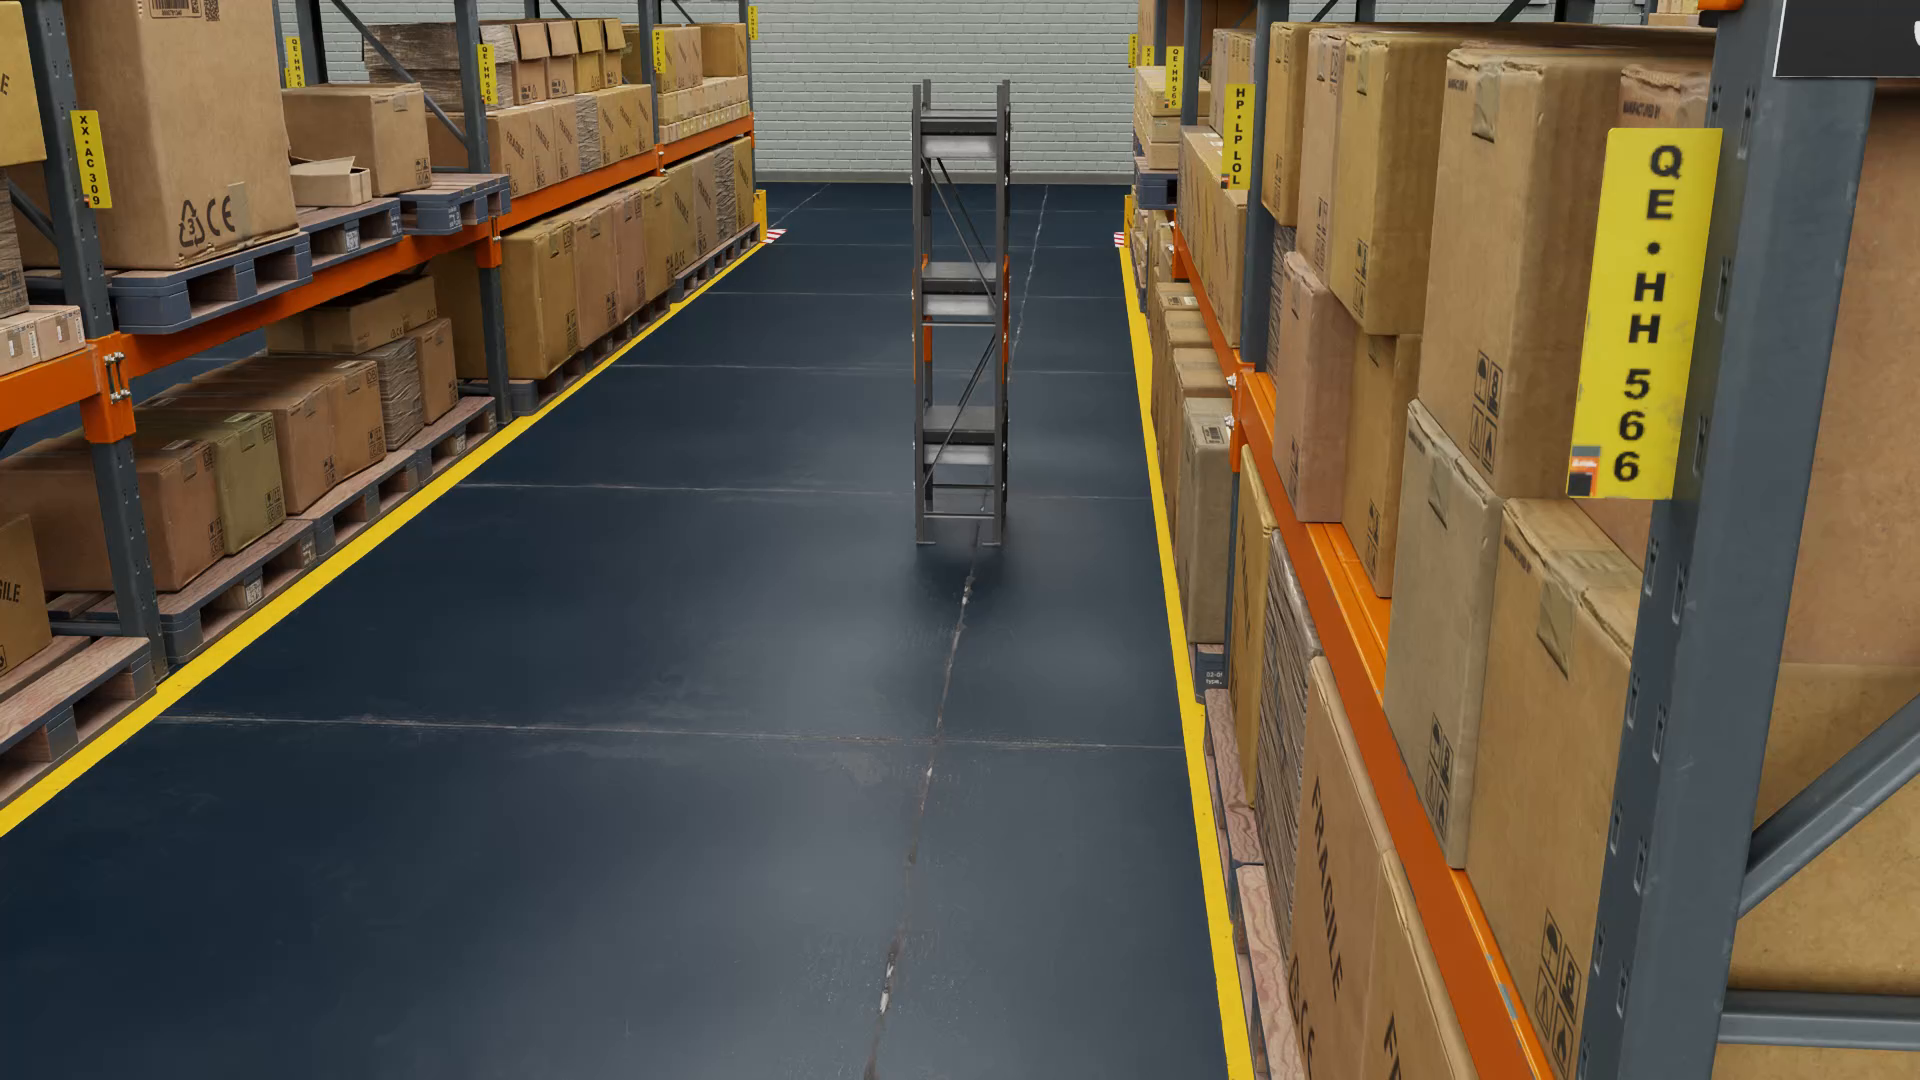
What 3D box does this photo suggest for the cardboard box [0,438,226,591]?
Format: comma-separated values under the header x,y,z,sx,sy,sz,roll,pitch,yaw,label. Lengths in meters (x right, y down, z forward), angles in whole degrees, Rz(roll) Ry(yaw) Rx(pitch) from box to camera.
x,y,z,sx,sy,sz,roll,pitch,yaw,label
-3.448,-0.109,6.747,0.700,0.500,0.500,0,18,0,cardboard box

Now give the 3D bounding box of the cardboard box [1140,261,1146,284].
x,y,z,sx,sy,sz,roll,pitch,yaw,label
1.688,-2.215,13.769,0.380,0.149,0.250,2,18,5,cardboard box

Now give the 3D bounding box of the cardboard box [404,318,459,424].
x,y,z,sx,sy,sz,roll,pitch,yaw,label
-3.255,-0.953,9.322,0.700,0.500,0.500,0,18,1,cardboard box

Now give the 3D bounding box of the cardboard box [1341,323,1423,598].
x,y,z,sx,sy,sz,roll,pitch,yaw,label
1.301,-0.209,3.503,0.875,0.550,0.500,1,18,4,cardboard box

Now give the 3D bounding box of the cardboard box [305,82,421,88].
x,y,z,sx,sy,sz,roll,pitch,yaw,label
-3.226,-2.219,9.042,0.500,0.500,0.500,-1,18,-3,cardboard box

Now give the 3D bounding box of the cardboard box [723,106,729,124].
x,y,z,sx,sy,sz,roll,pitch,yaw,label
-2.422,-4.070,15.931,0.380,0.149,0.250,1,18,3,cardboard box

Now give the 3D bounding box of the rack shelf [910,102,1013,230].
x,y,z,sx,sy,sz,roll,pitch,yaw,label
0.012,-1.701,7.539,0.431,0.518,0.480,1,18,4,rack shelf

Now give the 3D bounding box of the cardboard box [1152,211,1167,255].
x,y,z,sx,sy,sz,roll,pitch,yaw,label
1.648,-2.220,12.015,0.500,0.250,0.500,2,18,5,cardboard box

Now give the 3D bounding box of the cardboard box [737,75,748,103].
x,y,z,sx,sy,sz,roll,pitch,yaw,label
-2.423,-4.539,16.720,0.500,0.250,0.500,1,18,3,cardboard box

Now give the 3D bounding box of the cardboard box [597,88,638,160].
x,y,z,sx,sy,sz,roll,pitch,yaw,label
-2.744,-3.125,12.483,0.500,0.500,0.500,2,18,6,cardboard box

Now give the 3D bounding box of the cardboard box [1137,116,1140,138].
x,y,z,sx,sy,sz,roll,pitch,yaw,label
1.440,-2.888,11.648,0.380,0.149,0.250,0,18,1,cardboard box

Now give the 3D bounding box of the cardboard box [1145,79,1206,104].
x,y,z,sx,sy,sz,roll,pitch,yaw,label
1.369,-2.841,10.548,0.380,0.149,0.250,1,18,4,cardboard box

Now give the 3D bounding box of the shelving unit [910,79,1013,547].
x,y,z,sx,sy,sz,roll,pitch,yaw,label
0.012,-1.049,7.753,0.431,2.100,0.503,1,18,4,shelving unit

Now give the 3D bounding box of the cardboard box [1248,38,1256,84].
x,y,z,sx,sy,sz,roll,pitch,yaw,label
1.528,-1.750,6.679,0.700,0.500,0.500,1,18,4,cardboard box

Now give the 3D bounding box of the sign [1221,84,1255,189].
x,y,z,sx,sy,sz,roll,pitch,yaw,label
0.884,-1.278,5.272,0.100,0.325,0.005,1,18,4,sign

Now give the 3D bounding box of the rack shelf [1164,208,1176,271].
x,y,z,sx,sy,sz,roll,pitch,yaw,label
1.856,-2.277,11.212,1.077,0.370,4.000,1,18,4,rack shelf

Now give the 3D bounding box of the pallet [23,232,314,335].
x,y,z,sx,sy,sz,roll,pitch,yaw,label
-3.314,-1.041,6.591,1.003,0.211,1.213,1,18,4,pallet

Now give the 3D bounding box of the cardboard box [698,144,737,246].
x,y,z,sx,sy,sz,roll,pitch,yaw,label
-2.685,-3.332,16.011,0.875,0.875,0.875,1,18,4,cardboard box

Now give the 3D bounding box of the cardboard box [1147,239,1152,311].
x,y,z,sx,sy,sz,roll,pitch,yaw,label
1.682,-2.029,12.637,0.500,0.500,0.500,2,18,6,cardboard box

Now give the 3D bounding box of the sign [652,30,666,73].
x,y,z,sx,sy,sz,roll,pitch,yaw,label
-2.398,-3.886,13.233,0.100,0.325,0.005,1,18,4,sign

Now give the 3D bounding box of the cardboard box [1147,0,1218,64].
x,y,z,sx,sy,sz,roll,pitch,yaw,label
1.764,-4.057,13.242,0.500,0.500,0.500,1,18,2,cardboard box

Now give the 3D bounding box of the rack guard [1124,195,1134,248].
x,y,z,sx,sy,sz,roll,pitch,yaw,label
2.281,-3.271,17.104,1.175,0.500,0.348,1,18,4,rack guard

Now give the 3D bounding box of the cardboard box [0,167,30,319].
x,y,z,sx,sy,sz,roll,pitch,yaw,label
-3.608,-0.948,5.362,0.875,0.500,0.500,1,18,4,cardboard box

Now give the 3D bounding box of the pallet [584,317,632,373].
x,y,z,sx,sy,sz,roll,pitch,yaw,label
-3.005,-1.436,11.967,1.003,0.211,1.213,1,18,4,pallet

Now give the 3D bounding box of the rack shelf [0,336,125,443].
x,y,z,sx,sy,sz,roll,pitch,yaw,label
-3.657,0.065,4.063,1.077,0.370,4.000,1,18,4,rack shelf

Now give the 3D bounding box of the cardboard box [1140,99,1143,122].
x,y,z,sx,sy,sz,roll,pitch,yaw,label
1.403,-2.864,11.098,0.380,0.149,0.250,1,18,3,cardboard box

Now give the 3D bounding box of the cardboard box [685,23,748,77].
x,y,z,sx,sy,sz,roll,pitch,yaw,label
-2.426,-4.894,16.601,0.500,0.500,0.500,2,18,5,cardboard box

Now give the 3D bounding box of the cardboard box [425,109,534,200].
x,y,z,sx,sy,sz,roll,pitch,yaw,label
-2.921,-2.333,10.064,0.500,0.500,0.500,2,18,6,cardboard box

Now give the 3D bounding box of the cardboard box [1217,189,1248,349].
x,y,z,sx,sy,sz,roll,pitch,yaw,label
1.197,-0.971,5.910,0.500,0.500,0.500,1,18,4,cardboard box

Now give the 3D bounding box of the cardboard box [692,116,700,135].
x,y,z,sx,sy,sz,roll,pitch,yaw,label
-2.515,-3.672,14.716,0.380,0.149,0.250,1,18,3,cardboard box

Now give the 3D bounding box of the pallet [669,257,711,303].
x,y,z,sx,sy,sz,roll,pitch,yaw,label
-2.808,-2.292,14.579,1.003,0.211,1.213,1,18,4,pallet

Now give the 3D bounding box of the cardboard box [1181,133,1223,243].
x,y,z,sx,sy,sz,roll,pitch,yaw,label
1.378,-1.754,8.299,0.500,0.500,0.500,1,18,3,cardboard box

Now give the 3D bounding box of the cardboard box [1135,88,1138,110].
x,y,z,sx,sy,sz,roll,pitch,yaw,label
1.496,-3.269,12.335,0.380,0.149,0.250,1,18,3,cardboard box

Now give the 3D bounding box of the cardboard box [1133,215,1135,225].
x,y,z,sx,sy,sz,roll,pitch,yaw,label
1.930,-3.172,16.690,0.380,0.149,0.250,2,18,5,cardboard box

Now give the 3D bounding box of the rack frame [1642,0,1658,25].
x,y,z,sx,sy,sz,roll,pitch,yaw,label
7.231,-4.404,16.545,1.000,3.000,0.127,1,18,4,rack frame

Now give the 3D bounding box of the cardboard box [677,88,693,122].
x,y,z,sx,sy,sz,roll,pitch,yaw,label
-2.605,-3.747,14.305,0.500,0.250,0.500,1,18,4,cardboard box

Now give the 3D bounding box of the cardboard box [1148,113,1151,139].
x,y,z,sx,sy,sz,roll,pitch,yaw,label
1.312,-2.466,9.884,0.380,0.149,0.250,2,18,6,cardboard box

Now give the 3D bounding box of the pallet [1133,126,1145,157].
x,y,z,sx,sy,sz,roll,pitch,yaw,label
1.800,-2.915,12.311,1.003,0.211,1.213,1,18,4,pallet

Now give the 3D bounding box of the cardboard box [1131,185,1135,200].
x,y,z,sx,sy,sz,roll,pitch,yaw,label
1.910,-3.455,16.599,0.380,0.149,0.250,0,18,1,cardboard box

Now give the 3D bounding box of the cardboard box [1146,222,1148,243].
x,y,z,sx,sy,sz,roll,pitch,yaw,label
1.744,-2.565,13.881,0.380,0.149,0.250,2,18,5,cardboard box

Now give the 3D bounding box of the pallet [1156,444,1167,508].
x,y,z,sx,sy,sz,roll,pitch,yaw,label
1.581,-0.430,8.896,1.003,0.211,1.213,1,18,4,pallet

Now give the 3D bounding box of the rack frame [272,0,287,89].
x,y,z,sx,sy,sz,roll,pitch,yaw,label
-7.594,-4.735,17.558,1.000,3.000,0.127,1,18,4,rack frame

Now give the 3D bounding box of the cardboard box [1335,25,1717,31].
x,y,z,sx,sy,sz,roll,pitch,yaw,label
1.442,-1.053,4.344,0.875,0.550,0.550,1,18,4,cardboard box

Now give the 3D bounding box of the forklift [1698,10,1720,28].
x,y,z,sx,sy,sz,roll,pitch,yaw,label
4.429,-1.663,8.291,3.031,2.935,1.130,15,24,39,forklift

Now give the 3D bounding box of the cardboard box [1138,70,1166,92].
x,y,z,sx,sy,sz,roll,pitch,yaw,label
1.458,-3.248,11.790,0.380,0.149,0.250,1,18,3,cardboard box

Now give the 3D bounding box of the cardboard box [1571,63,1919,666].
x,y,z,sx,sy,sz,roll,pitch,yaw,label
1.205,-0.212,1.779,0.875,0.550,0.550,1,18,4,cardboard box

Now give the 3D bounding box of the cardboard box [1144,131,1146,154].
x,y,z,sx,sy,sz,roll,pitch,yaw,label
1.349,-2.476,10.392,0.380,0.149,0.250,1,18,3,cardboard box

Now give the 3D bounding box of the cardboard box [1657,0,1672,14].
x,y,z,sx,sy,sz,roll,pitch,yaw,label
6.930,-5.131,15.955,0.380,0.149,0.250,2,18,5,cardboard box

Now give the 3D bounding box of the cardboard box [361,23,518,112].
x,y,z,sx,sy,sz,roll,pitch,yaw,label
-3.158,-2.891,10.158,0.797,0.503,0.637,2,18,6,cardboard box

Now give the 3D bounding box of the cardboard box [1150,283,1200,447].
x,y,z,sx,sy,sz,roll,pitch,yaw,label
1.580,-0.942,8.918,1.050,0.750,0.750,1,18,3,cardboard box
